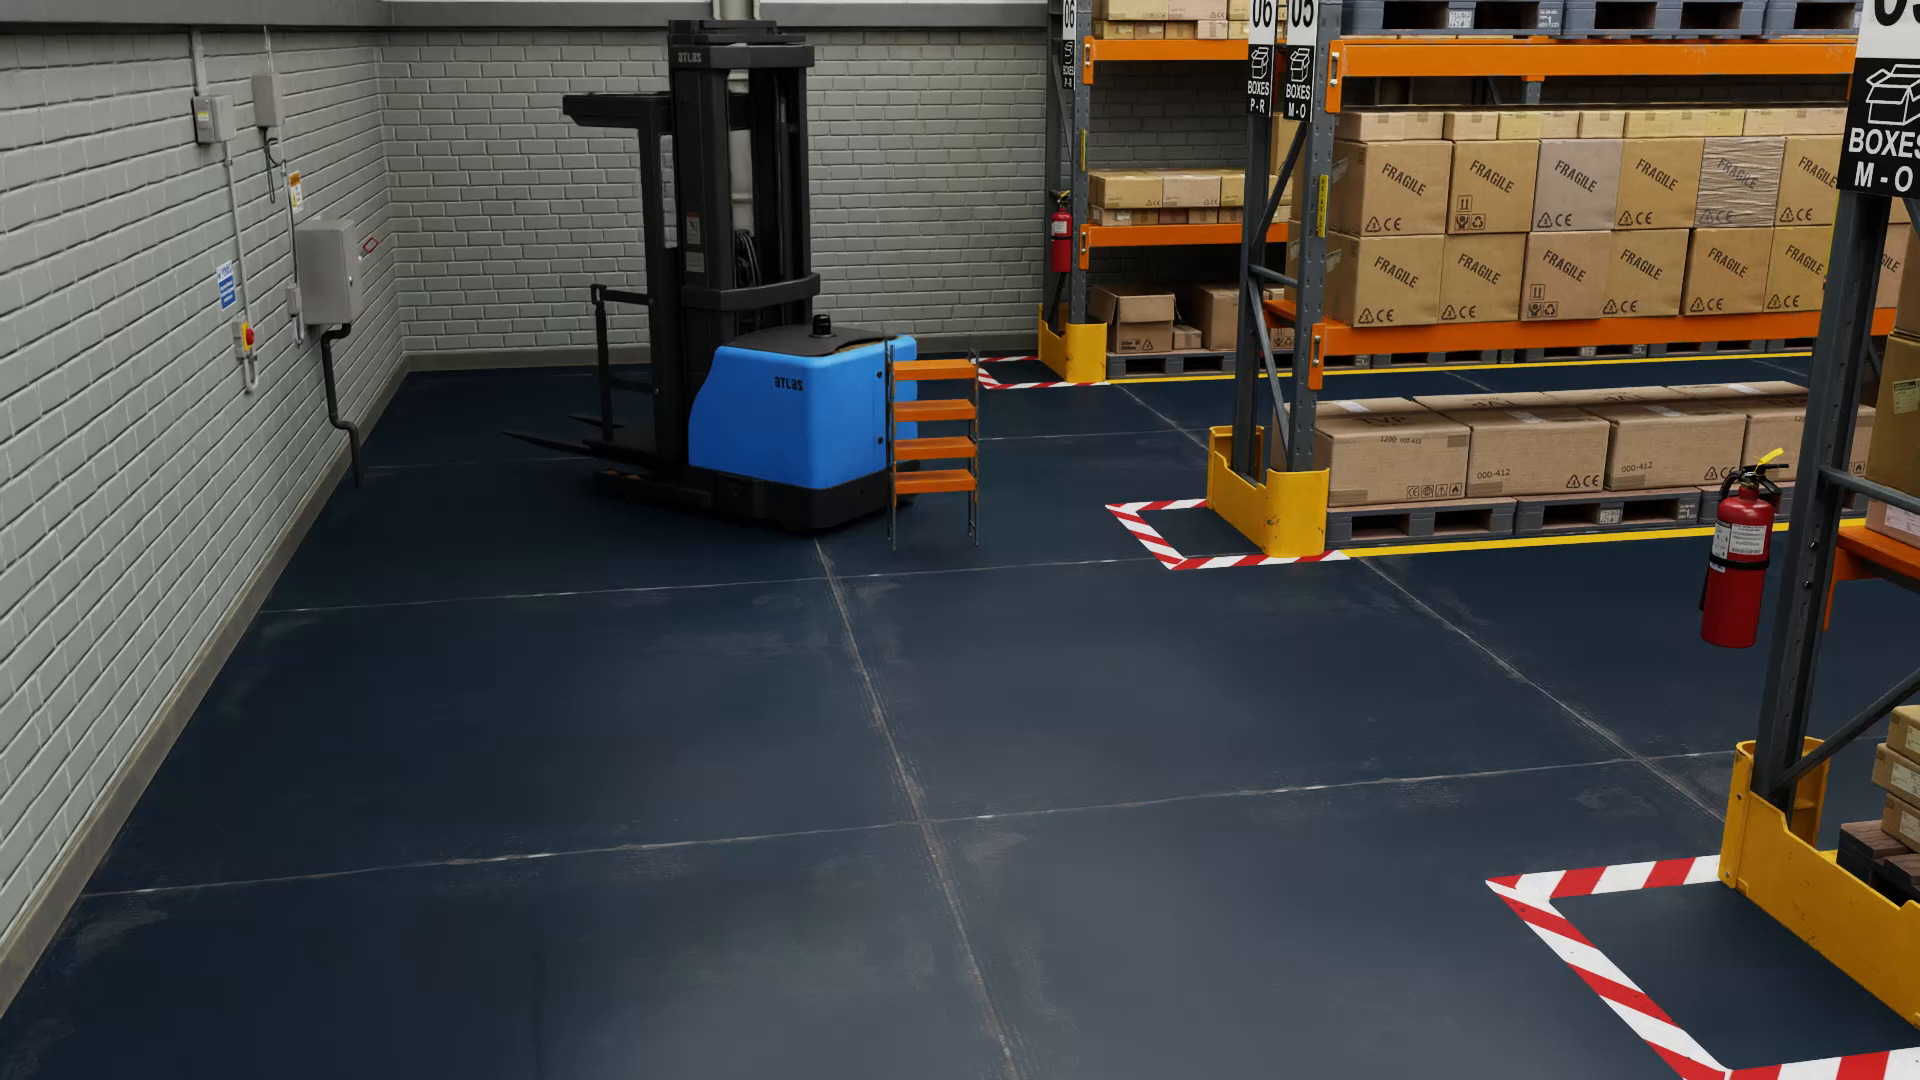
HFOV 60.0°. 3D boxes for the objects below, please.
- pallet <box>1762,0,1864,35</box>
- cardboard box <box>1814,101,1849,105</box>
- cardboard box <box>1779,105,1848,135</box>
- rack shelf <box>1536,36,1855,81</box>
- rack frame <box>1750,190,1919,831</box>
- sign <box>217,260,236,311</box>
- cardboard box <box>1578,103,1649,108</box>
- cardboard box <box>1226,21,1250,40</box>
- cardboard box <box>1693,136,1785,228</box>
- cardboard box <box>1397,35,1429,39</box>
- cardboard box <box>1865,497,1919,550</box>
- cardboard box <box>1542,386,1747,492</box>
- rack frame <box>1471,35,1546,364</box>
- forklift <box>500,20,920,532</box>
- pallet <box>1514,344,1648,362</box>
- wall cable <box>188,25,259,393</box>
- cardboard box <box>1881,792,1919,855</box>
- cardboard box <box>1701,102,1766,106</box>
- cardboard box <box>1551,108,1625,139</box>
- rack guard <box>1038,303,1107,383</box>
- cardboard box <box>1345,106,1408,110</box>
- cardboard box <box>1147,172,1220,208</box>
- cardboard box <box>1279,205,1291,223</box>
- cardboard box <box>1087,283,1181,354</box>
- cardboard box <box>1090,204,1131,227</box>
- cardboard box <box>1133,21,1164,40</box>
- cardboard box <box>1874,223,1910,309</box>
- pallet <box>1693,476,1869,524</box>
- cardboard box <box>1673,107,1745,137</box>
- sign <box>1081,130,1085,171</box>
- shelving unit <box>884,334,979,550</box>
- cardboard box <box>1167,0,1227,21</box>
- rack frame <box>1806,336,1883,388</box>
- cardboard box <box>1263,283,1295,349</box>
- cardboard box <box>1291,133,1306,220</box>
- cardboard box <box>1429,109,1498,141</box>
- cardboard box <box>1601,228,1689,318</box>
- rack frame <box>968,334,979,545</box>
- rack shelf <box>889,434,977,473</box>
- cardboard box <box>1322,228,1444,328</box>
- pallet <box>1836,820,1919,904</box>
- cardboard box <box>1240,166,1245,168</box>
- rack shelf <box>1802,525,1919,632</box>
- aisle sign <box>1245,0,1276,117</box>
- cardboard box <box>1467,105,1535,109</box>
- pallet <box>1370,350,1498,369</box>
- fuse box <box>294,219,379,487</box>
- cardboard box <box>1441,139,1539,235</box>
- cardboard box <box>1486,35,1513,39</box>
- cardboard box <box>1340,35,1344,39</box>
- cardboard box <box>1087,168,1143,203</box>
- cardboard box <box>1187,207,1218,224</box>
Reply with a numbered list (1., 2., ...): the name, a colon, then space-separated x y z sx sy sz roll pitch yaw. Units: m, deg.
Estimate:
1. pallet: 4.971 -3.078 9.765 1.213 0.211 1.003 -3 17 -10
2. cardboard box: 5.417 -2.622 10.261 0.250 0.149 0.380 -4 17 -11
3. cardboard box: 5.008 -2.461 9.738 0.250 0.149 0.380 -3 17 -10
4. rack shelf: 6.795 -4.361 15.017 4.000 0.370 1.077 -3 17 -10
5. rack frame: 2.887 -0.085 4.978 0.127 3.000 1.000 -3 17 -10
6. sign: -3.734 -1.297 8.465 0.001 0.218 0.327 -3 17 -10
7. cardboard box: 3.918 -2.542 10.002 0.250 0.149 0.380 -3 17 -10
8. cardboard box: 2.288 -4.234 13.806 0.250 0.149 0.380 -3 17 -11
9. cardboard box: 4.368 -2.092 9.640 0.500 0.500 0.500 -3 17 -10
10. cardboard box: 3.786 -4.330 14.121 0.250 0.149 0.380 -3 17 -11
11. cardboard box: 3.154 -0.064 5.340 0.250 0.149 0.380 -3 17 -10
12. cardboard box: 4.261 -0.651 10.470 0.875 0.438 0.875 -4 17 -12
13. rack frame: 4.831 -3.159 14.989 0.127 3.000 1.000 -3 17 -10
14. forklift: -1.750 -1.766 10.570 3.031 2.935 1.130 12 21 33
15. pallet: 5.622 -1.883 15.582 1.213 0.211 1.003 -3 17 -10
16. wall cable: -3.683 -1.686 8.408 0.123 1.953 0.585 -3 17 -10
17. cardboard box: 3.364 0.988 5.626 0.250 0.149 0.380 -3 17 -10
18. cardboard box: 4.670 -2.580 10.126 0.250 0.149 0.380 -3 17 -11
19. cardboard box: 3.527 -2.350 9.375 0.250 0.149 0.380 -3 17 -10
20. rack guard: 0.978 -1.746 14.645 0.348 0.500 1.175 -3 17 -10
21. cardboard box: 2.408 -2.441 9.671 0.250 0.149 0.380 -3 17 -9
22. cardboard box: 1.895 -2.983 14.163 0.500 0.250 0.500 -3 17 -10
23. cardboard box: 2.807 -2.834 14.357 0.250 0.149 0.380 -3 17 -9
24. cardboard box: 1.522 -1.951 14.591 0.637 0.503 0.797 -4 18 -13
25. cardboard box: 1.278 -2.756 14.103 0.250 0.149 0.380 -3 17 -11
26. cardboard box: 1.513 -4.223 13.772 0.250 0.149 0.380 -3 17 -9
27. cardboard box: 5.369 -1.677 9.993 0.500 0.500 0.500 -3 17 -10
28. pallet: 5.015 -0.376 10.676 1.213 0.211 1.003 -3 17 -10
29. cardboard box: 4.267 -2.403 9.548 0.250 0.149 0.380 -4 17 -12
30. sign: 1.007 -3.194 13.628 0.005 0.325 0.100 -3 17 -10
31. shelving unit: -0.163 -0.564 9.606 0.503 1.200 0.258 -3 17 -10
32. cardboard box: 1.886 -4.421 13.737 0.500 0.250 0.500 -3 17 -9
33. rack frame: 5.776 -1.729 10.331 0.127 3.000 1.000 -3 17 -10
34. cardboard box: 2.907 -1.986 14.712 0.500 0.500 0.500 -3 17 -9
35. cardboard box: 2.277 -2.127 9.755 0.500 0.500 0.500 -3 17 -9
36. cardboard box: 2.771 -2.298 9.208 0.250 0.149 0.380 -3 17 -9
37. cardboard box: 3.858 -1.590 9.709 0.500 0.500 0.500 -3 17 -9
38. rack frame: 0.077 -0.578 9.650 0.015 1.200 0.240 -3 17 -10
39. rack shelf: -0.163 -0.500 9.625 0.480 0.148 0.258 -3 17 -10
40. cardboard box: 2.375 -1.498 9.409 0.500 0.500 0.500 -3 17 -11
41. pallet: 3.766 1.209 5.516 1.213 0.211 1.003 -3 17 -10
42. cardboard box: 2.812 -3.193 14.847 0.500 0.250 0.500 -3 17 -11
43. rack shelf: 4.851 0.148 5.447 4.000 0.370 1.077 -3 17 -10
44. aisle sign: 1.719 -2.834 9.502 0.004 0.787 0.394 -3 17 -10
45. cardboard box: 3.171 -2.476 9.785 0.250 0.149 0.380 -3 17 -11
46. pallet: 4.157 -1.788 15.275 1.213 0.211 1.003 -3 17 -10
47. fuse box: -3.938 -1.183 10.749 0.414 1.711 0.539 -3 17 -10
48. cardboard box: 2.880 -2.007 9.364 0.500 0.500 0.500 -4 17 -12
49. cardboard box: 4.534 -4.368 14.243 0.250 0.149 0.380 -3 17 -11
50. cardboard box: 3.028 -4.274 13.937 0.250 0.149 0.380 -3 17 -9
51. cardboard box: 1.305 -3.109 14.575 0.500 0.250 0.500 -3 17 -9
52. cardboard box: 2.031 -2.804 14.261 0.250 0.149 0.380 -3 17 -9
